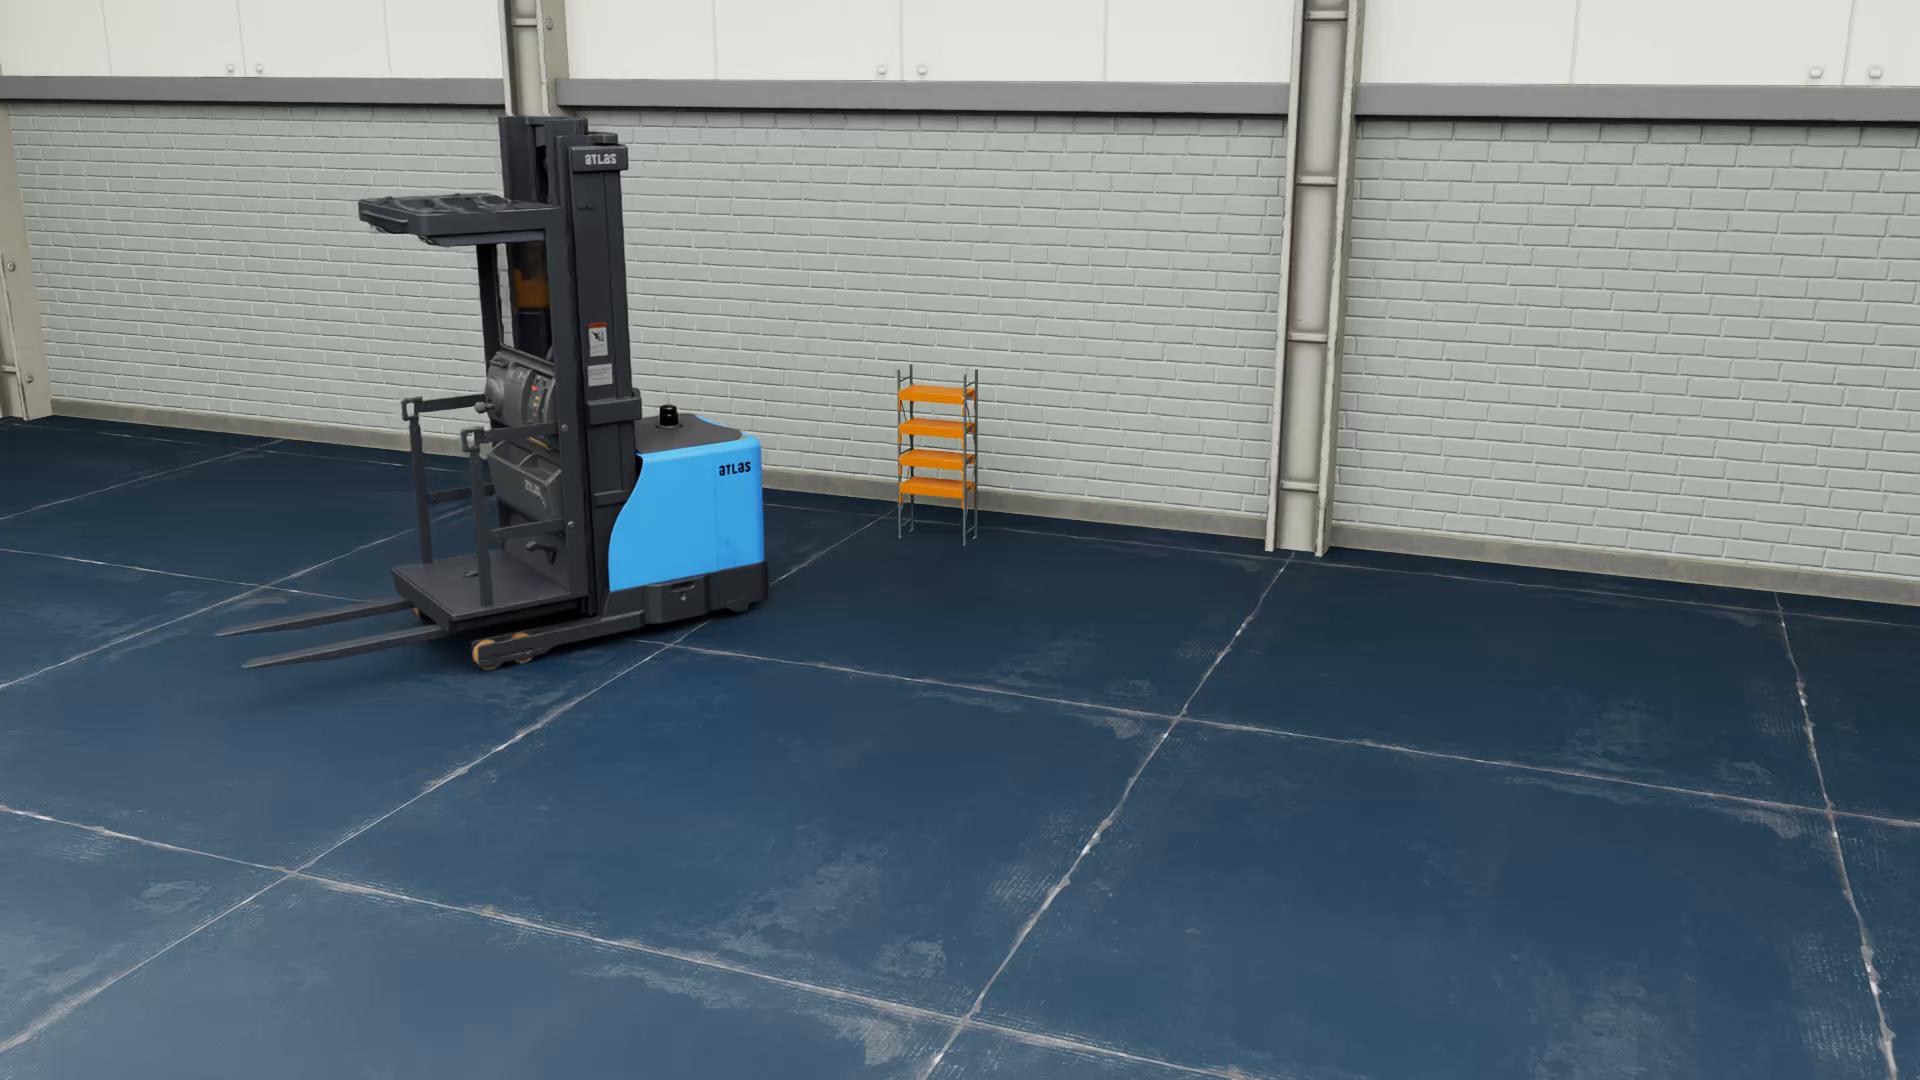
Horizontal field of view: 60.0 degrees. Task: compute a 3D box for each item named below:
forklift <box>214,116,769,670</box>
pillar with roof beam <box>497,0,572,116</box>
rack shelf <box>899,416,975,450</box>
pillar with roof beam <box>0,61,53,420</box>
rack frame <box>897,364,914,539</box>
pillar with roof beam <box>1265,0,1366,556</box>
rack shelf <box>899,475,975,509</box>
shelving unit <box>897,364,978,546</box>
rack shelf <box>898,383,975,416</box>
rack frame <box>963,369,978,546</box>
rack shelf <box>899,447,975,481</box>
[{"bbox_3d":[-2.670,-0.855,9.362,3.031,2.935,1.130,-11,20,-34],"label":"forklift"},{"bbox_3d":[-4.826,-3.767,8.508,0.400,9.000,9.100,6,17,21],"label":"pillar with roof beam"},{"bbox_3d":[-0.154,-0.743,11.521,0.480,0.148,0.258,6,17,21],"label":"rack shelf"},{"bbox_3d":[-10.407,-4.381,10.622,0.400,9.000,9.100,6,17,21],"label":"pillar with roof beam"},{"bbox_3d":[-0.381,-0.618,11.651,0.015,1.200,0.240,6,17,21],"label":"rack frame"},{"bbox_3d":[0.756,-3.153,6.394,0.400,9.000,9.100,6,17,21],"label":"pillar with roof beam"},{"bbox_3d":[-0.154,-0.338,11.639,0.480,0.148,0.258,6,17,21],"label":"rack shelf"},{"bbox_3d":[-0.154,-0.593,11.565,0.503,1.200,0.258,6,17,21],"label":"shelving unit"},{"bbox_3d":[-0.154,-0.971,11.455,0.480,0.148,0.258,6,17,21],"label":"rack shelf"},{"bbox_3d":[0.073,-0.568,11.479,0.015,1.200,0.240,6,17,21],"label":"rack frame"},{"bbox_3d":[-0.154,-0.529,11.583,0.480,0.148,0.258,6,17,21],"label":"rack shelf"}]
